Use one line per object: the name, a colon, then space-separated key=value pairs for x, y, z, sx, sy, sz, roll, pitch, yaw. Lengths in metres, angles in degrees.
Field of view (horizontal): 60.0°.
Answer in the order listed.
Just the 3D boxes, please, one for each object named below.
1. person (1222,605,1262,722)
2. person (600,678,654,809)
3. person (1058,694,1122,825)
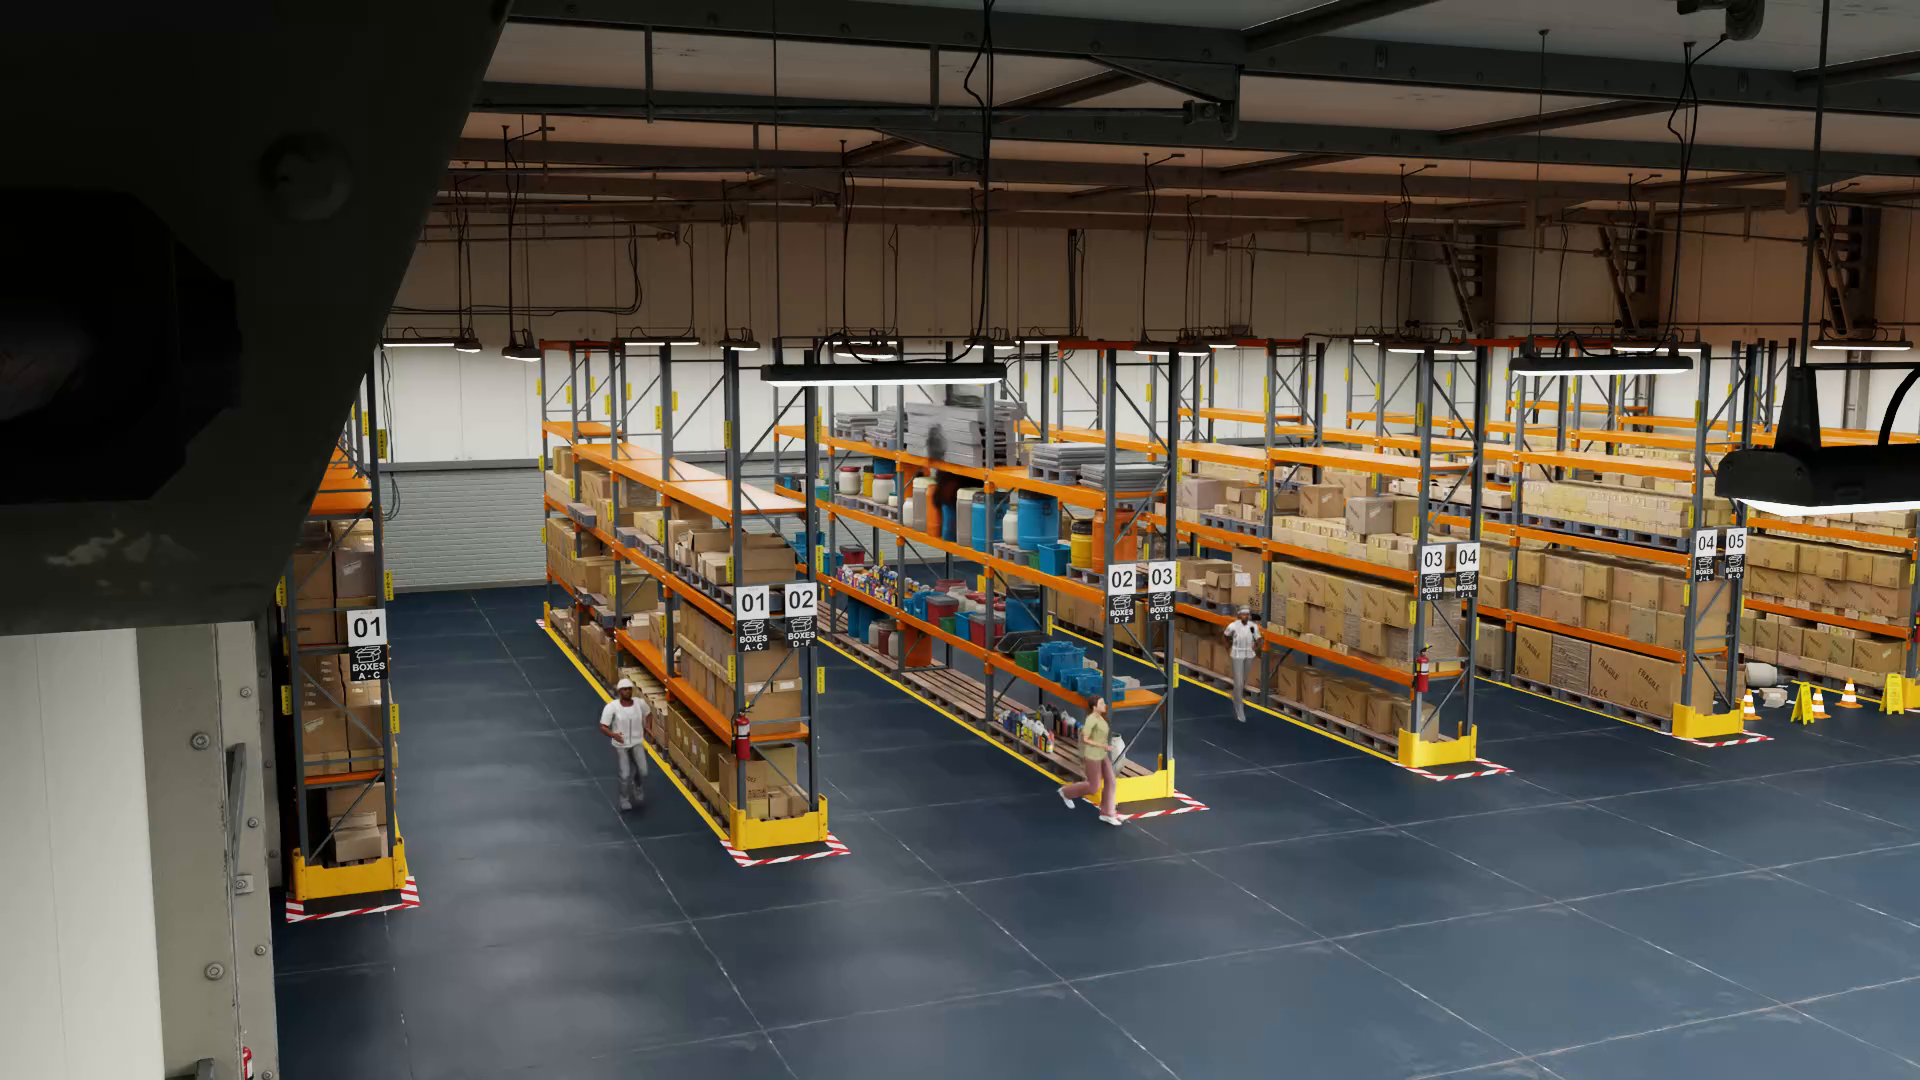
person: x=4.388 y=1.870 z=25.796 sx=0.560 sy=1.795 sz=0.721 roll=-2 pitch=8 yaw=-13
person: x=-4.303 y=2.666 z=21.657 sx=0.737 sy=1.727 sz=0.582 roll=-4 pitch=8 yaw=-25
person: x=1.677 y=2.785 z=21.211 sx=0.852 sy=1.682 sz=0.586 roll=4 pitch=8 yaw=25
